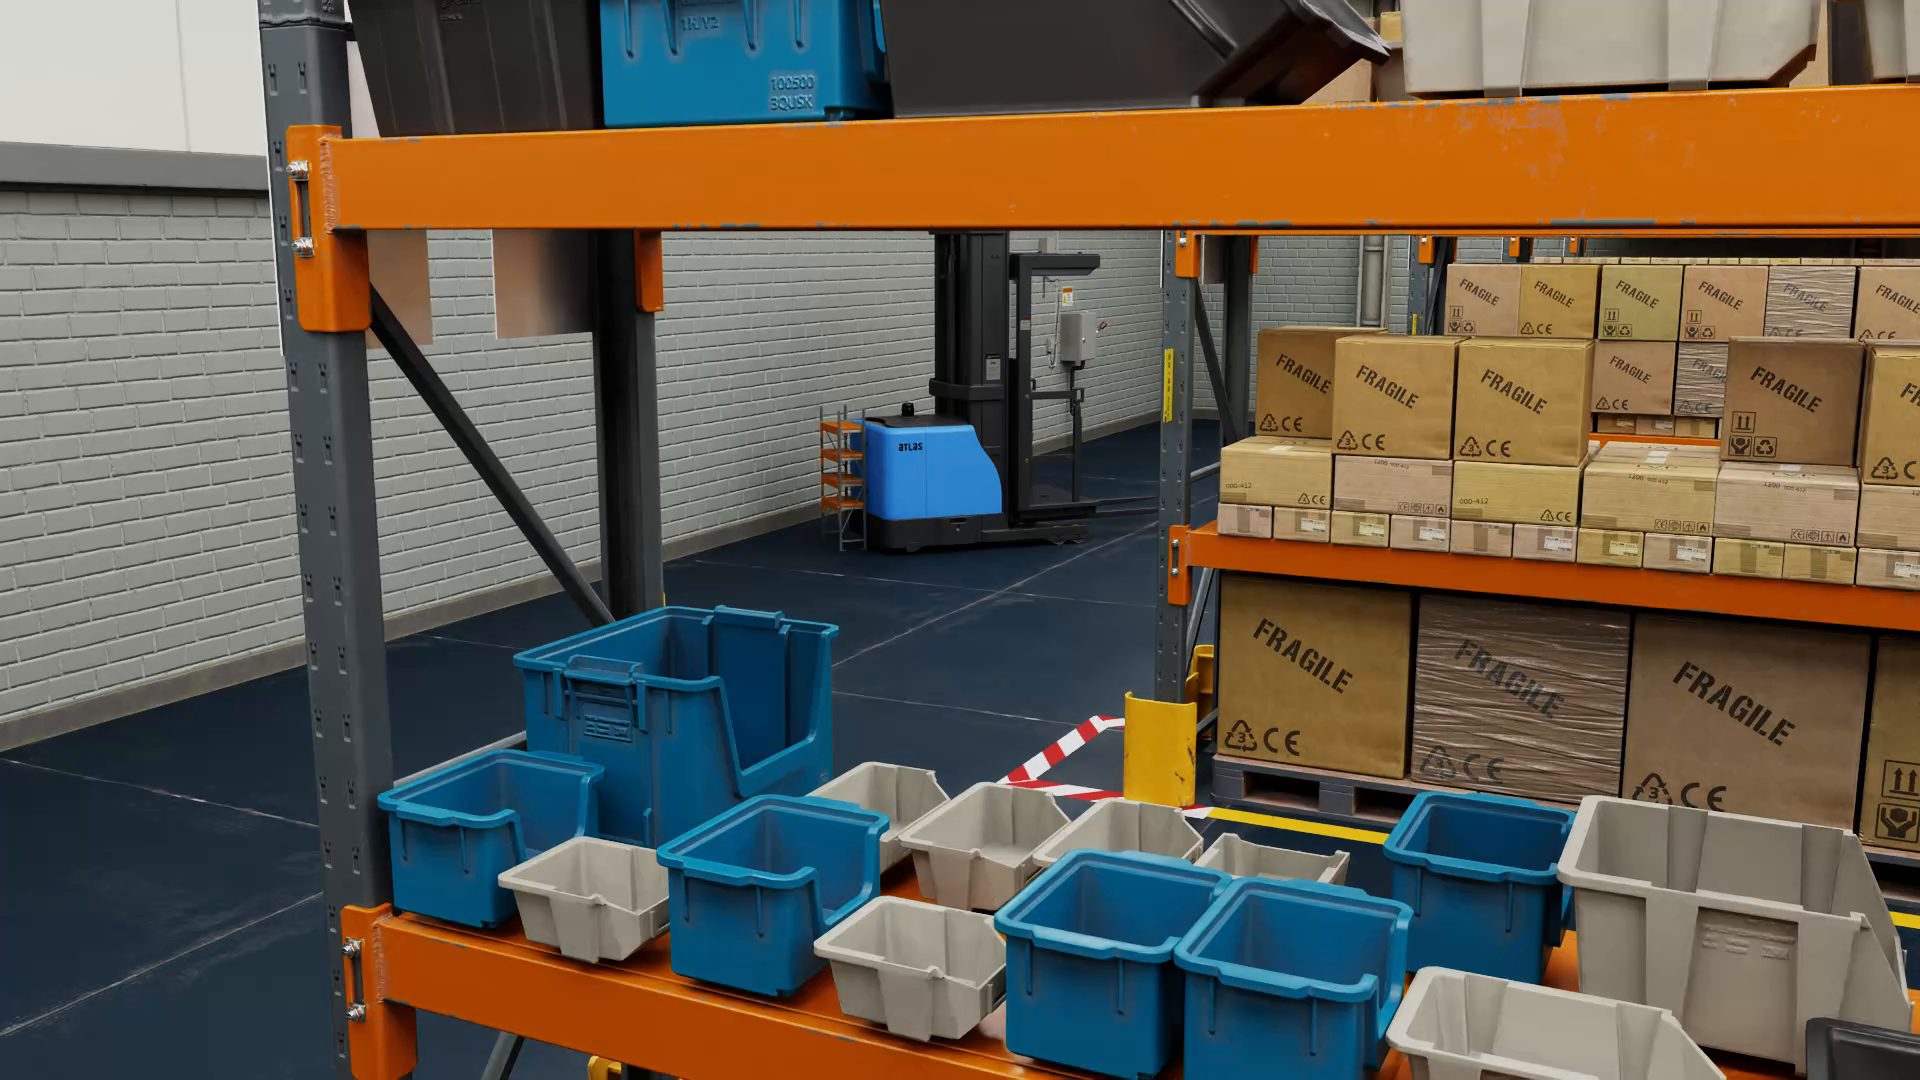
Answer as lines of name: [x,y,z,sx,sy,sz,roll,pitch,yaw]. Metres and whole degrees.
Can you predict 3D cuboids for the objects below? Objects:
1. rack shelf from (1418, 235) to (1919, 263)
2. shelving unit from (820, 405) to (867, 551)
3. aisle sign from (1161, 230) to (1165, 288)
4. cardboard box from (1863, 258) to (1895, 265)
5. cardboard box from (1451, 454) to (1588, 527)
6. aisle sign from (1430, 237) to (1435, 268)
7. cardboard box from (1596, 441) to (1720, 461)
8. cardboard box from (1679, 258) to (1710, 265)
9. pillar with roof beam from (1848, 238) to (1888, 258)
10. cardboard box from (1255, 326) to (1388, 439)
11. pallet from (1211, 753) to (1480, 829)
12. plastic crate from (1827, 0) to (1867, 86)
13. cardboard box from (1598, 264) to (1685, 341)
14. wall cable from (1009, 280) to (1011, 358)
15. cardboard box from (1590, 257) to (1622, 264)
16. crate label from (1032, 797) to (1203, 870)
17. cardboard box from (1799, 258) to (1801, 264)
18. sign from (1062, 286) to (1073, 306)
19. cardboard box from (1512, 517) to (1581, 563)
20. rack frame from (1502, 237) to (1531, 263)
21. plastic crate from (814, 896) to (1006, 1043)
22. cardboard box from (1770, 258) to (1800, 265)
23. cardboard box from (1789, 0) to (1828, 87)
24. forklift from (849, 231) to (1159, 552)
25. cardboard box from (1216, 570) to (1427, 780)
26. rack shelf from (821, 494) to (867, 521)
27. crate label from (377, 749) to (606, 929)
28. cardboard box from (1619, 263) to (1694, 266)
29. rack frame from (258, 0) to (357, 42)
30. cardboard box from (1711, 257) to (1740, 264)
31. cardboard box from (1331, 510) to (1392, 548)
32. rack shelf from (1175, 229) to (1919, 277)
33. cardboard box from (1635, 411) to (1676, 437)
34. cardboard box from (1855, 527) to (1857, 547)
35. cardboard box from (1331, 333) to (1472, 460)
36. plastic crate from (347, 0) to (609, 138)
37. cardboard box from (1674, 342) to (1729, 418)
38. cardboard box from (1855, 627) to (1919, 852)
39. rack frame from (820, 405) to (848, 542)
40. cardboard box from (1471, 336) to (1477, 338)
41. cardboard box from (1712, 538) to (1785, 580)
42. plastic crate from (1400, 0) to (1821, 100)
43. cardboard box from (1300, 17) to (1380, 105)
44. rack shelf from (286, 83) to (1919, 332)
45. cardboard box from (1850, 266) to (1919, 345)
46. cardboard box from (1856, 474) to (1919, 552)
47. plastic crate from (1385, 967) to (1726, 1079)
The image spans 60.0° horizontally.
rack shelf: [5.271,-2.070,11.340,4.000,0.370,1.077,5,11,26]
shelving unit: [-1.010,-0.544,14.367,0.258,1.200,0.503,-4,11,-22]
aisle sign: [0.995,-1.558,7.616,0.004,0.787,0.394,5,11,26]
cardboard box: [8.340,-2.482,15.110,0.250,0.149,0.380,5,11,26]
cardboard box: [2.421,-0.233,7.178,0.500,0.250,0.500,5,11,24]
aisle sign: [3.545,-2.438,12.479,0.004,0.787,0.394,5,11,26]
cardboard box: [3.124,-0.277,7.425,0.500,0.250,0.500,5,11,26]
cardboard box: [6.930,-2.587,15.694,0.250,0.149,0.380,5,11,26]
pillar with roof beam: [9.227,-4.845,16.232,0.400,9.000,9.100,5,11,26]
cardboard box: [1.745,-0.766,8.021,0.500,0.500,0.500,5,11,27]
pallet: [1.944,1.102,8.051,1.213,0.211,1.003,5,11,26]
plastic crate: [1.595,-0.768,2.496,0.590,0.269,0.497,5,11,26]
cardboard box: [4.675,-1.632,11.400,0.500,0.500,0.500,5,11,25]
wall cable: [0.510,-2.860,19.167,0.123,1.953,0.585,5,11,26]
cardboard box: [6.222,-2.644,16.006,0.250,0.149,0.380,5,12,28]
crate label: [0.326,0.649,3.295,0.243,0.136,0.396,5,11,26]
cardboard box: [8.090,-2.601,15.770,0.250,0.149,0.380,5,11,24]
sign: [1.360,-3.082,21.019,0.001,0.242,0.339,5,11,26]
cardboard box: [2.519,-0.016,7.100,0.250,0.149,0.380,5,11,25]
rack frame: [5.577,-1.904,16.826,0.127,3.000,1.000,5,11,26]
plastic crate: [-0.064,0.734,2.823,0.298,0.136,0.250,5,11,26]
cardboard box: [7.629,-2.533,15.395,0.250,0.149,0.380,5,11,25]
cardboard box: [3.571,-1.882,6.543,0.500,0.500,0.700,6,12,29]
forklift: [0.582,-1.485,14.705,3.031,2.935,1.130,-4,11,-22]
cardboard box: [1.802,0.556,8.025,0.875,0.875,0.875,5,11,26]
rack shelf: [-1.010,-0.282,14.414,0.258,0.148,0.480,-4,11,-22]
crate label: [-0.924,0.595,3.322,0.303,0.233,0.416,5,11,26]
cardboard box: [4.923,-1.717,11.871,0.500,0.500,0.500,6,12,29]
rack frame: [-0.999,-2.482,3.176,0.127,3.000,1.000,5,11,26]
cardboard box: [7.383,-2.652,16.053,0.250,0.149,0.380,5,12,28]
cardboard box: [1.825,-0.077,7.436,0.250,0.149,0.380,5,11,24]
rack shelf: [2.986,-1.285,7.007,4.000,0.370,1.077,5,11,26]
cardboard box: [4.821,-0.813,11.504,0.250,0.149,0.380,5,11,25]
cardboard box: [3.953,-0.020,7.126,0.250,0.149,0.380,5,11,24]
cardboard box: [1.952,-0.642,7.336,0.500,0.500,0.500,5,11,24]
plastic crate: [-0.777,-0.867,3.041,0.590,0.269,0.497,5,11,26]
cardboard box: [5.143,-1.103,11.288,0.500,0.500,0.500,5,11,24]
cardboard box: [4.223,0.768,6.849,0.875,0.875,0.875,5,11,26]
rack frame: [-1.103,-0.584,14.589,0.240,1.200,0.015,-4,11,-22]
cardboard box: [3.758,-1.221,11.940,0.500,0.500,0.500,6,12,29]
cardboard box: [3.208,0.045,6.765,0.250,0.149,0.380,5,11,25]
plastic crate: [0.852,-0.724,2.217,0.530,0.282,0.437,5,11,26]
cardboard box: [1.682,-2.070,7.580,0.500,0.500,0.700,4,11,22]
rack shelf: [0.794,-0.494,2.637,4.000,0.370,1.077,5,11,26]
cardboard box: [6.057,-1.511,10.735,0.500,0.500,0.500,5,11,24]
cardboard box: [3.802,-0.112,6.510,0.500,0.250,0.500,5,12,28]
plastic crate: [0.893,0.796,2.480,0.466,0.136,0.293,5,11,26]
